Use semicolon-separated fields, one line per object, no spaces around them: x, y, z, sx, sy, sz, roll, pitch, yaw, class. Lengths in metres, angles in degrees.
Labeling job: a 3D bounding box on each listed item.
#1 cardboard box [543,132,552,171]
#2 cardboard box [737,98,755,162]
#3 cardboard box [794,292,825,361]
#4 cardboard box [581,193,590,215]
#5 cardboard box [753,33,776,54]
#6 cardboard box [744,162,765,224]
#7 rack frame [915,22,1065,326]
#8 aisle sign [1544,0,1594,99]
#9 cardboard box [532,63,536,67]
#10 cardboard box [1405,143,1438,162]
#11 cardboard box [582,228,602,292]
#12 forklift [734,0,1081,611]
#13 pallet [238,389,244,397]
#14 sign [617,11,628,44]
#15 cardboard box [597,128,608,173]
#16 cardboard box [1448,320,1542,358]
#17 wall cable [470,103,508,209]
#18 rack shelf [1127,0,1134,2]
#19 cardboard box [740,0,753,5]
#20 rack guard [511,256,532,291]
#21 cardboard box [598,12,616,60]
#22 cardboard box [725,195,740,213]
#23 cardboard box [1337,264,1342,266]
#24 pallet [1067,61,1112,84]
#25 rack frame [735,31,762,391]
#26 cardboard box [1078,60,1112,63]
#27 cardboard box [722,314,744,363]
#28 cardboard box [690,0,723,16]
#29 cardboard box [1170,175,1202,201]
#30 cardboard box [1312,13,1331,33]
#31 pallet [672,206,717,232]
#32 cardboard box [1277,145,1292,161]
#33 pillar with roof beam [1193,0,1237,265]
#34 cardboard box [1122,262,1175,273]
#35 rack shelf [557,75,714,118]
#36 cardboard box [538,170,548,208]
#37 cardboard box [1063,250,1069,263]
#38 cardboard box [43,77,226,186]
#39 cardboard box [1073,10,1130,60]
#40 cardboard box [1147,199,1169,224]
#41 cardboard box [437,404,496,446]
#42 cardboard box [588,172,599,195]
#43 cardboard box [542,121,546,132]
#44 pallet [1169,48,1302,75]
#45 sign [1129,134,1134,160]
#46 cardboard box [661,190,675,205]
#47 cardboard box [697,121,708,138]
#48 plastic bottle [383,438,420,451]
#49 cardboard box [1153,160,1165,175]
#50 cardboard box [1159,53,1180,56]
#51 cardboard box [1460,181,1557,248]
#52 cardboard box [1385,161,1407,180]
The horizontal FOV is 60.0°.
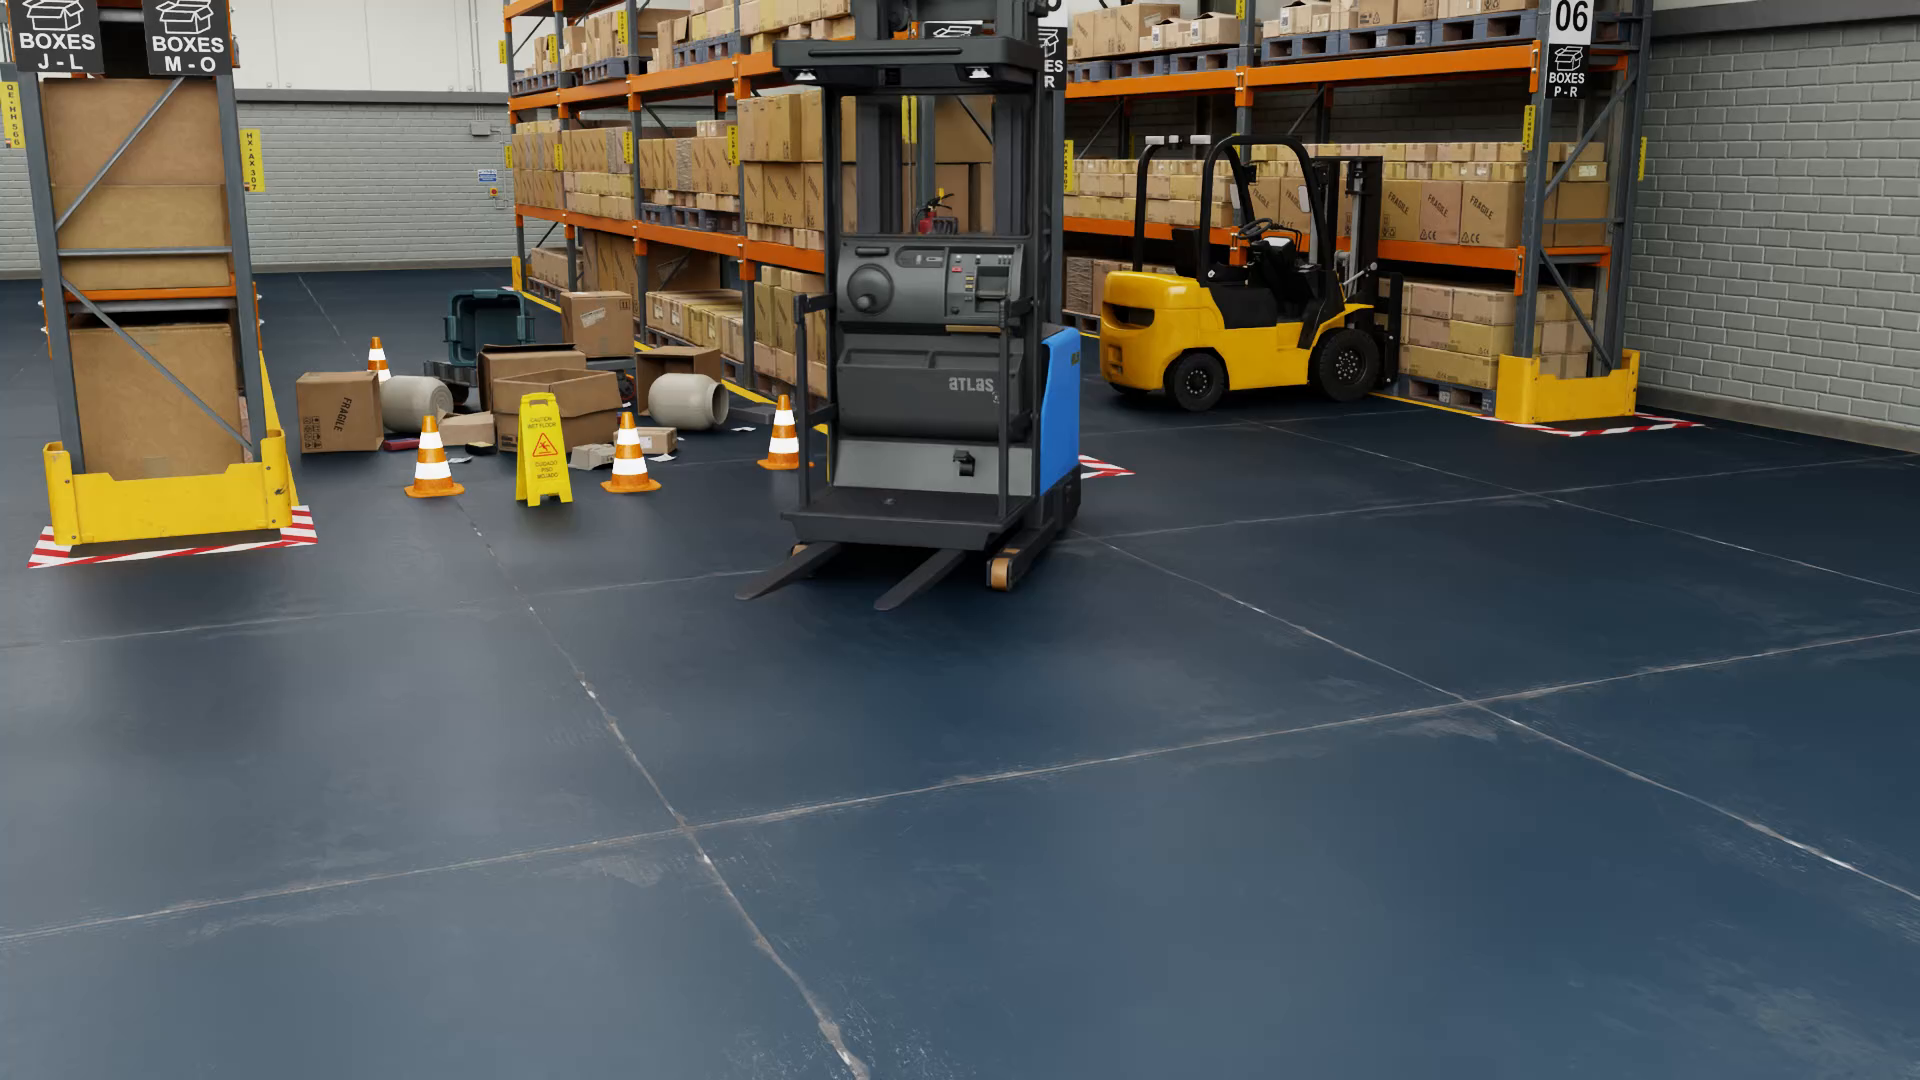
-5.246;-5.182;22.168;0.500;0.500;0.500;-6;14;-24;cardboard box
-1.426;-3.386;13.746;0.700;0.500;0.500;-6;14;-24;cardboard box
-0.983;-1.683;12.991;0.500;0.500;0.500;-5;14;-20;cardboard box
-4.275;-4.066;20.119;0.500;0.250;0.500;-6;14;-23;cardboard box
-1.452;-4.008;13.441;0.380;0.149;0.250;-6;14;-23;cardboard box
-1.483;-2.893;13.835;0.500;0.500;0.500;-6;14;-23;cardboard box
0.199;-1.989;10.811;1.000;3.000;0.127;-6;14;-23;rack frame
4.502;-3.664;12.285;0.394;0.787;0.004;-6;14;-23;aisle sign
-5.948;-6.851;24.347;0.500;0.250;0.500;-7;15;-28;cardboard box
3.914;-3.204;13.742;0.380;0.149;0.250;-5;14;-22;cardboard box
-4.287;-3.517;21.193;0.875;0.875;0.875;-5;14;-21;cardboard box
-0.203;-1.280;7.901;1.130;2.935;3.031;4;14;15;forklift
-6.277;-1.141;13.333;1.003;0.211;1.213;-6;14;-23;pallet
-3.518;-5.345;17.337;0.100;0.325;0.005;-6;14;-23;sign
-3.859;-4.469;19.088;0.500;0.500;0.500;-6;14;-23;cardboard box
4.264;-1.619;13.270;0.500;0.250;0.500;-6;14;-24;cardboard box
-8.491;-6.968;30.000;0.585;1.953;0.123;-6;14;-23;wall cable
2.342;-6.055;17.557;1.077;0.370;4.000;-6;14;-23;rack shelf
-1.577;-4.448;13.573;0.380;0.149;0.250;-6;14;-24;cardboard box
-6.220;-4.082;25.397;1.175;0.500;0.348;-6;14;-23;rack guard
-3.577;-5.544;18.365;0.700;0.500;0.500;-6;15;-26;cardboard box
-1.863;-2.979;14.714;0.380;0.149;0.250;-5;14;-22;cardboard box
3.517;-2.532;16.108;0.500;0.250;0.500;-5;14;-22;cardboard box
1.894;-5.328;19.005;1.213;0.211;1.003;-5;14;-20;pallet
-1.404;-2.815;14.381;1.000;3.000;0.127;-6;14;-23;rack frame
1.613;-5.770;19.946;0.380;0.149;0.250;-5;14;-22;cardboard box
-1.616;-1.848;15.098;0.950;0.372;0.625;-5;14;-22;cardboard box
-2.182;-4.969;15.326;0.500;0.250;0.500;-5;14;-22;cardboard box
2.499;-3.619;17.077;0.500;0.250;0.500;-6;14;-24;cardboard box
3.352;-4.578;14.748;0.380;0.149;0.250;-5;14;-21;cardboard box
-2.175;-3.143;16.223;1.003;0.211;1.213;-6;14;-23;pallet
3.203;-3.637;15.612;0.380;0.149;0.250;-5;14;-22;cardboard box
-1.056;-6.437;16.724;9.100;9.000;0.400;-6;14;-23;pillar with roof beam
2.317;-2.735;18.370;0.875;0.625;0.625;-6;14;-25;cardboard box
-3.807;-5.166;19.480;1.077;0.370;4.000;-6;14;-23;rack shelf
-5.454;-4.798;22.726;0.500;0.500;0.500;-6;14;-24;cardboard box
1.111;-3.473;20.396;0.380;0.149;0.250;-6;14;-26;cardboard box
-4.410;-2.200;8.996;0.875;0.550;0.550;-6;14;-23;cardboard box
1.608;-5.682;18.743;0.500;0.500;0.500;-5;14;-22;cardboard box
2.324;-3.481;17.588;0.500;0.250;0.500;-6;14;-23;cardboard box
-3.523;-0.827;11.852;0.396;0.266;0.258;-3;13;-13;cardboard box
-4.074;-4.206;19.615;0.500;0.250;0.500;-6;14;-25;cardboard box
-5.477;-5.625;22.642;0.380;0.149;0.250;-6;14;-24;cardboard box
2.778;-4.814;16.787;0.805;0.209;1.217;-6;14;-25;pallet
2.048;-4.706;19.982;0.100;0.325;0.005;-6;14;-23;sign
-2.805;-3.459;16.789;0.380;0.149;0.250;-6;14;-23;cardboard box
-2.215;-3.800;15.386;0.380;0.149;0.250;-6;14;-25;cardboard box
-3.873;-0.672;11.639;0.283;0.061;0.133;-12;18;-42;plastic bottle
2.264;-3.941;17.585;0.380;0.149;0.250;-5;14;-22;cardboard box
2.397;-5.372;18.139;0.380;0.166;0.250;-6;14;-23;cardboard box
4.307;-2.565;13.077;0.500;0.500;0.500;-6;14;-24;cardboard box
3.813;-3.112;14.002;0.380;0.149;0.250;-6;14;-23;cardboard box
